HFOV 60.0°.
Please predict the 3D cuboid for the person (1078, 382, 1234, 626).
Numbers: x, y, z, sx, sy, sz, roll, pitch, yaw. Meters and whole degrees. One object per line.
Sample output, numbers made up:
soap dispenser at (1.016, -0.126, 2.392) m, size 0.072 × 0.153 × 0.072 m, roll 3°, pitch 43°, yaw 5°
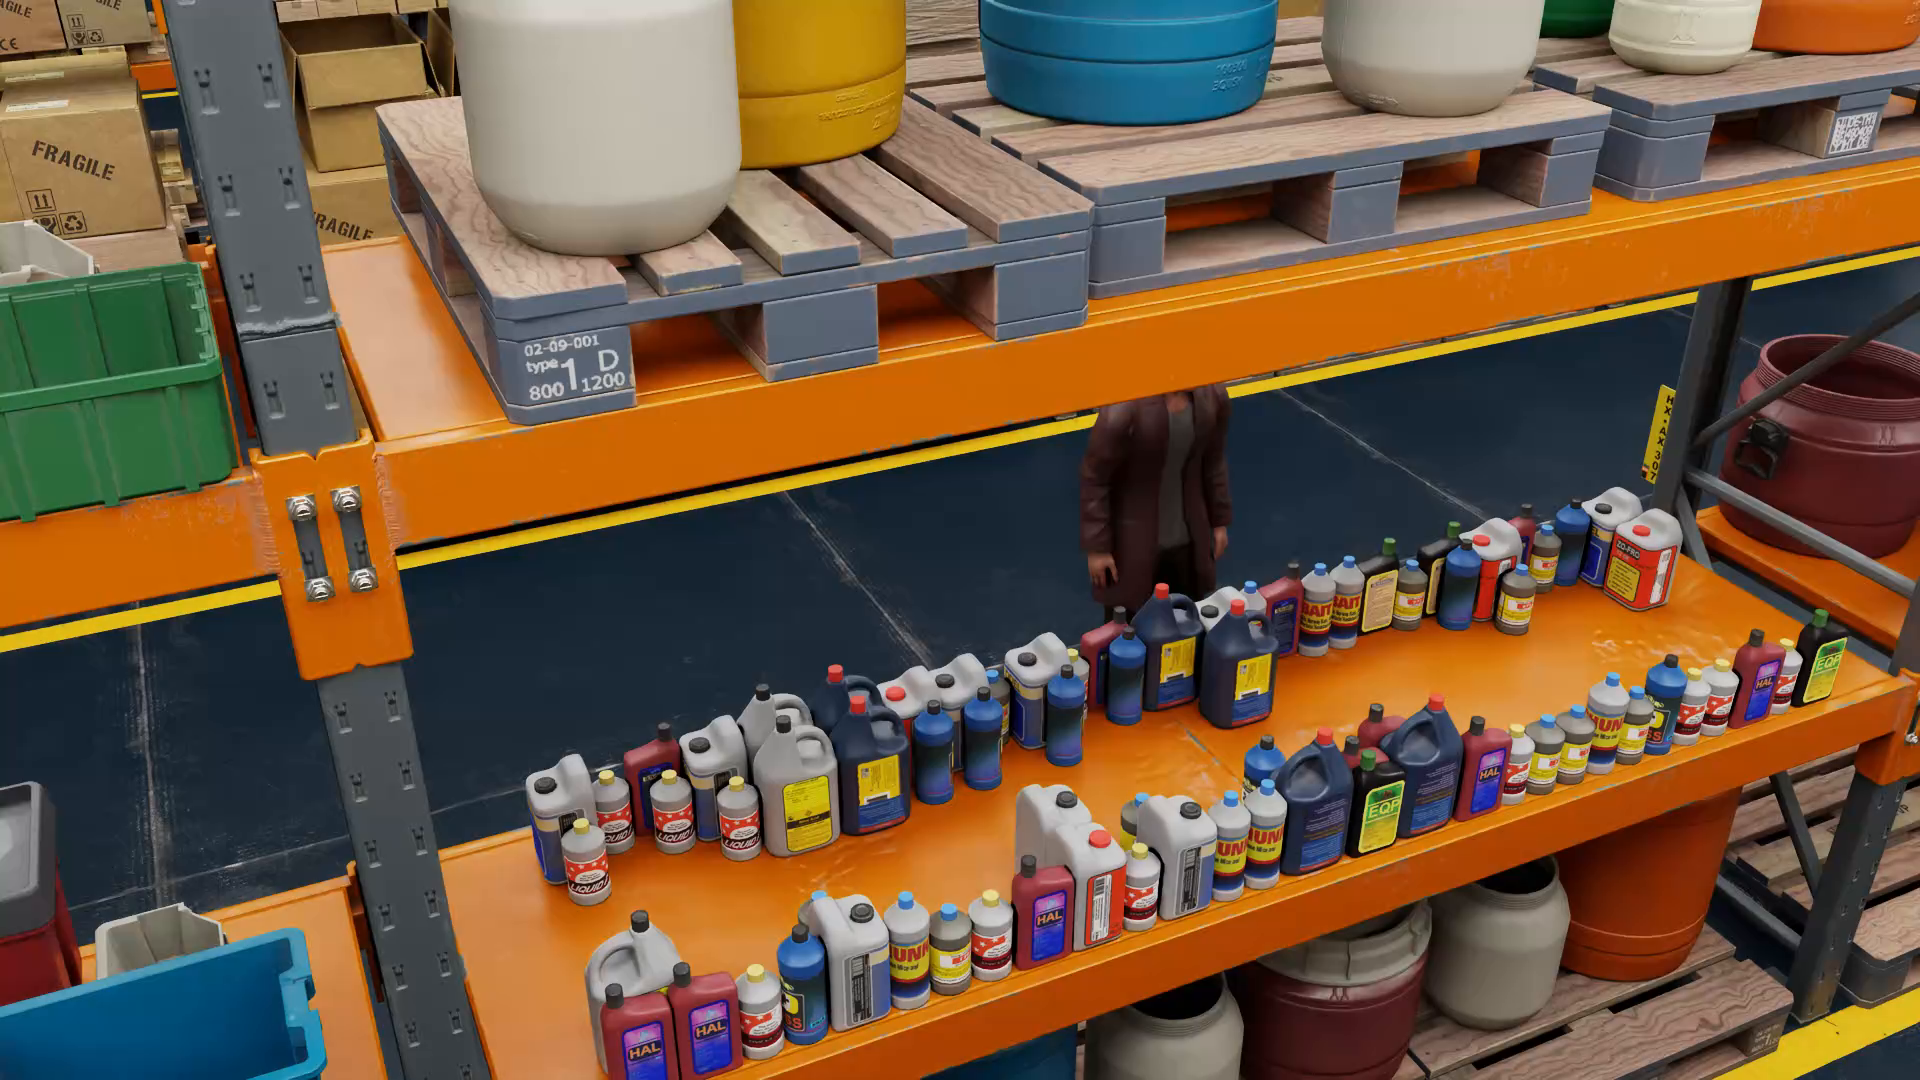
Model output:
person at (0.731, -0.007, 6.155) m, size 0.641 × 1.773 × 0.428 m, roll -13°, pitch 32°, yaw -22°
